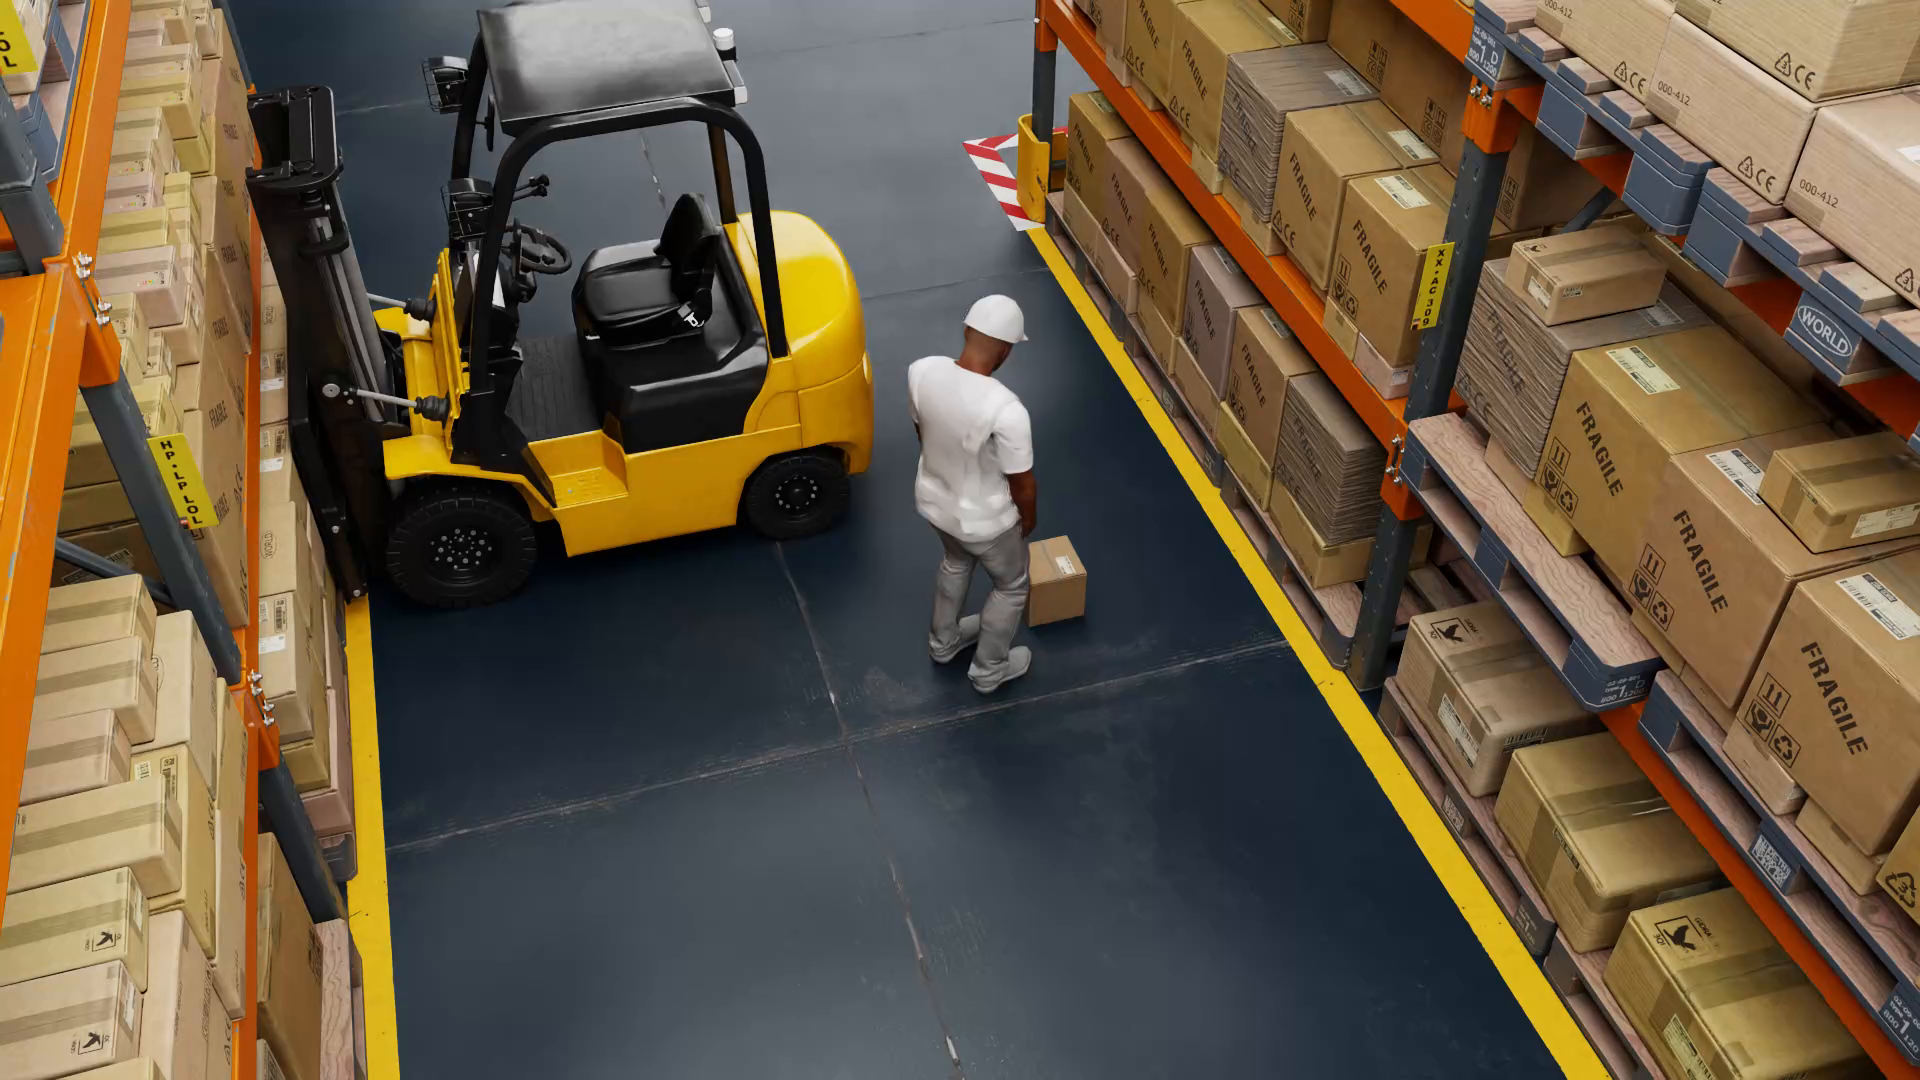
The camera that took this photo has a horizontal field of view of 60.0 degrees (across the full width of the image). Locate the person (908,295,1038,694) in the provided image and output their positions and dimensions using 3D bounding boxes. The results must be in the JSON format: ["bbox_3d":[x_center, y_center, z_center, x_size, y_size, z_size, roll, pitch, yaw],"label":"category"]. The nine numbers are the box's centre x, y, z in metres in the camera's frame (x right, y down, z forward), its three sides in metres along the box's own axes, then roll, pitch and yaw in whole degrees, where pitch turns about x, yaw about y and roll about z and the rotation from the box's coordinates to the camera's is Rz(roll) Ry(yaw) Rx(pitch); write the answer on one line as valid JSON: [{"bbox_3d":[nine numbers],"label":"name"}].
[{"bbox_3d":[0.062,-0.167,6.367,0.591,1.715,0.453,34,52,32],"label":"person"}]
